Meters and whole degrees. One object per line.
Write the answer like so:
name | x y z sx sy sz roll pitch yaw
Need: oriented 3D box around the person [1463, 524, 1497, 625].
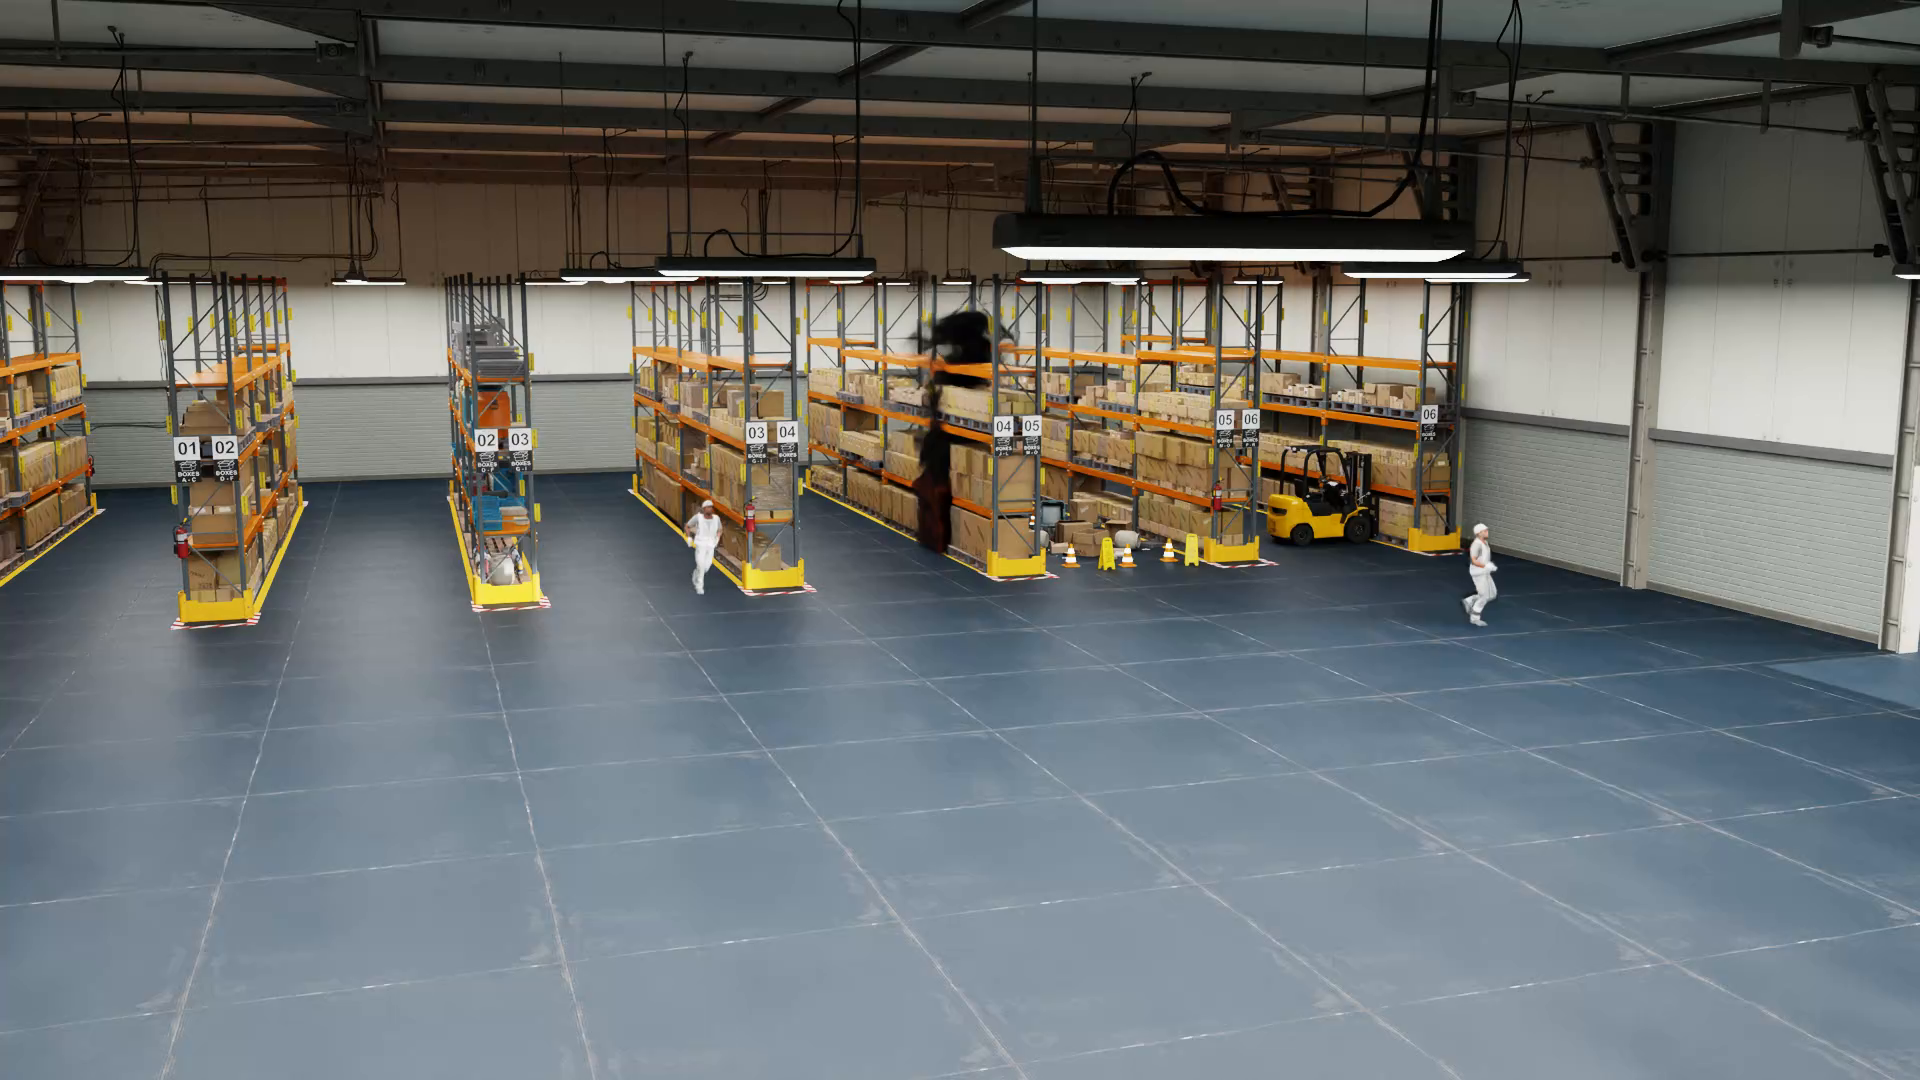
person | 8.907 0.585 28.449 0.609 1.745 0.701 5 10 32

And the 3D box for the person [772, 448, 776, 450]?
person | -5.696 -2.357 48.331 0.763 1.646 0.698 1 9 5

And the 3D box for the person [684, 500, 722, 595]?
person | -4.863 0.109 31.661 0.730 1.747 0.842 -4 10 -27
